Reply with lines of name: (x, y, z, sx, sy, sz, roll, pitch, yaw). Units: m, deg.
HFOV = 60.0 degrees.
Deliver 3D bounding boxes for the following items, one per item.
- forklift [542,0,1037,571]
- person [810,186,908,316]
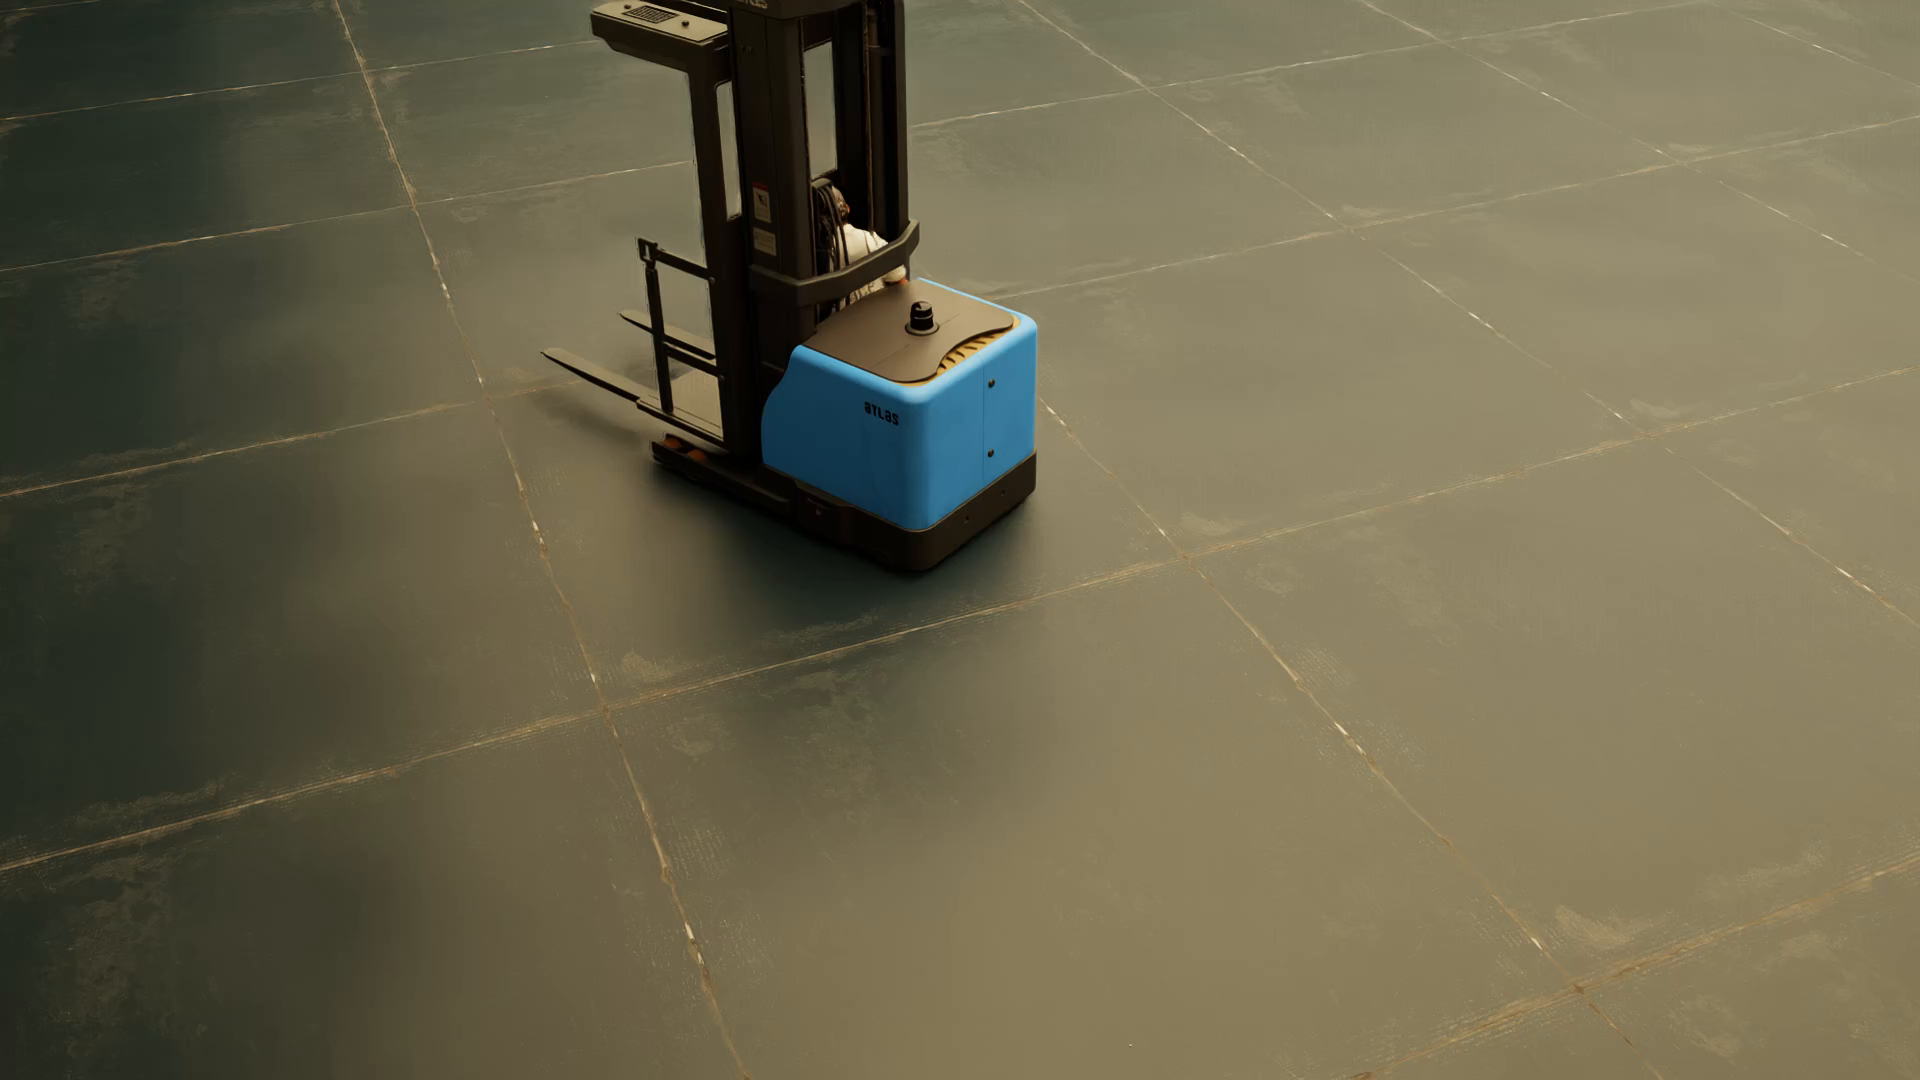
forklift: (-1.068, -1.737, 8.541, 3.031, 2.935, 1.130, 24, 42, 30)
person: (-0.619, -1.217, 8.908, 0.864, 1.529, 1.012, -3, 36, -4)
